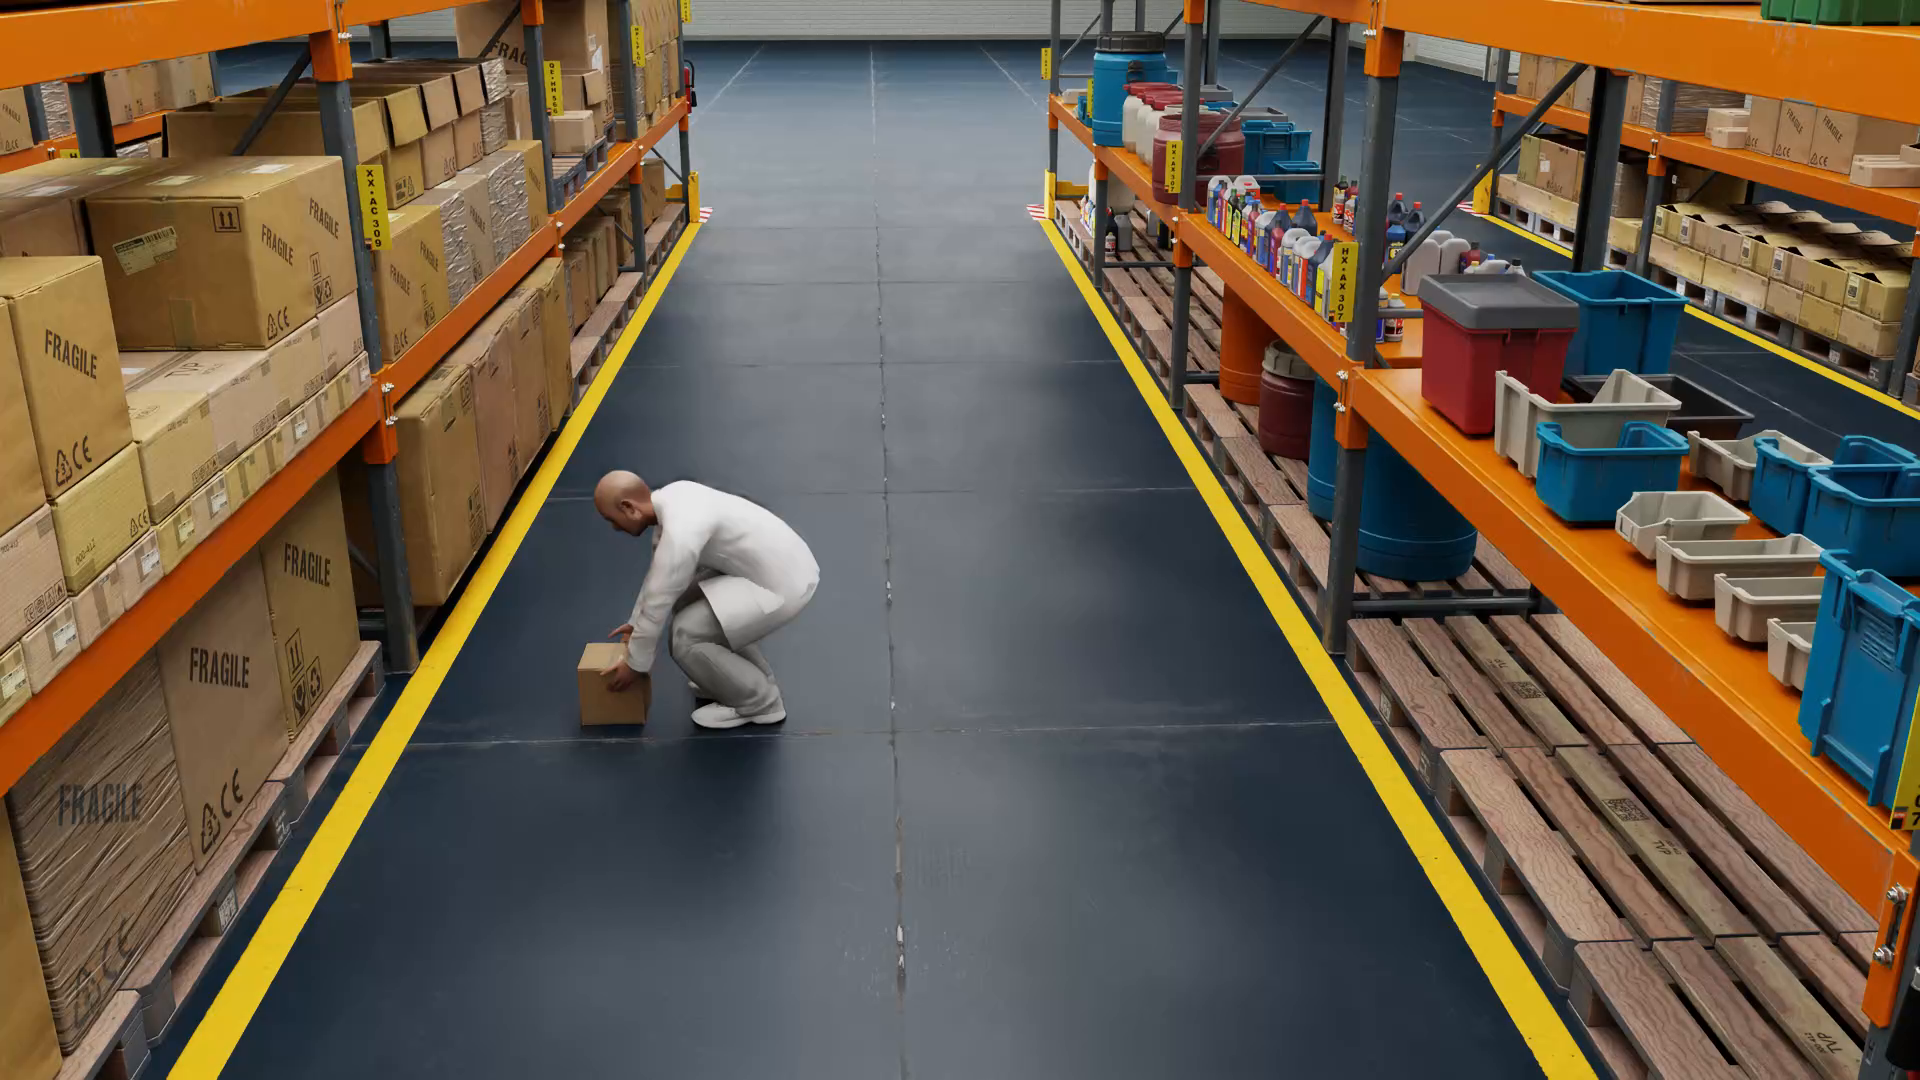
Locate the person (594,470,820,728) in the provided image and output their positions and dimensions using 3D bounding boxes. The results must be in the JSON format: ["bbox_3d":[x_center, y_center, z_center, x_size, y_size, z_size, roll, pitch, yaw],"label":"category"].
[{"bbox_3d":[-0.997,0.217,6.597,0.885,1.029,0.609,-1,20,-3],"label":"person"}]
